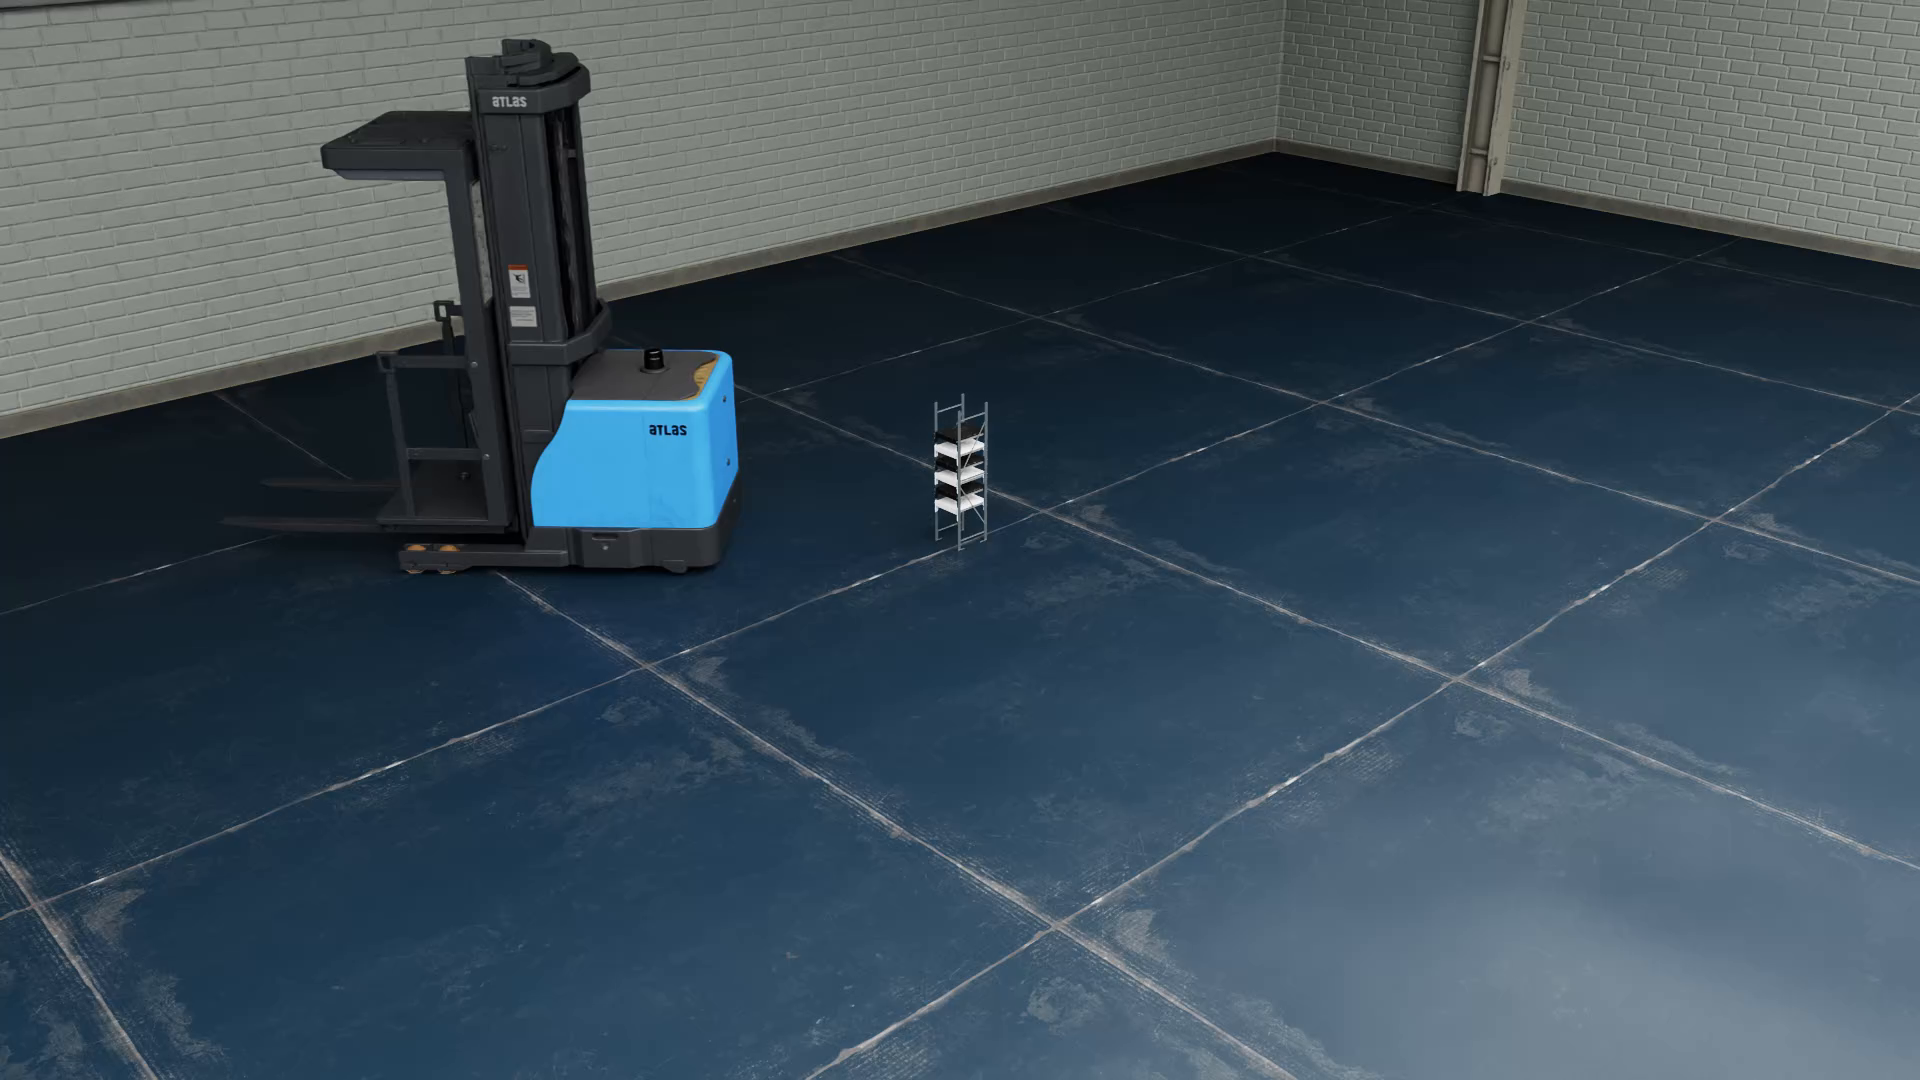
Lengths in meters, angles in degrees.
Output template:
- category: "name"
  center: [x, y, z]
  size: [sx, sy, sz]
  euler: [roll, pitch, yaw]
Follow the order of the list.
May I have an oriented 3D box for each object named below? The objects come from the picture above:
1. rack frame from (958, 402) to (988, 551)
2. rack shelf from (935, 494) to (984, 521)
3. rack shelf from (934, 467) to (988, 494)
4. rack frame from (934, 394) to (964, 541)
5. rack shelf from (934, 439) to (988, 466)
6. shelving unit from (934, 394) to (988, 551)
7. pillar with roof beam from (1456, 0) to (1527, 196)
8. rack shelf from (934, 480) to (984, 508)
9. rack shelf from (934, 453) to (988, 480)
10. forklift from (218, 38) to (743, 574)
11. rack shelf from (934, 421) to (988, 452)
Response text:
- category: "rack frame"
  center: [0.075, -0.376, 9.990]
  size: [0.240, 0.900, 0.006]
  euler: [-21, 32, -38]
- category: "rack shelf"
  center: [0.006, -0.213, 10.146]
  size: [0.258, 0.077, 0.200]
  euler: [-21, 32, -38]
- category: "rack shelf"
  center: [0.006, -0.377, 10.072]
  size: [0.258, 0.077, 0.200]
  euler: [-21, 32, -38]
- category: "rack frame"
  center: [-0.064, -0.438, 10.125]
  size: [0.240, 0.900, 0.006]
  euler: [-21, 32, -38]
- category: "rack shelf"
  center: [0.006, -0.540, 9.997]
  size: [0.258, 0.077, 0.200]
  euler: [-21, 32, -38]
- category: "shelving unit"
  center: [0.006, -0.407, 10.058]
  size: [0.258, 0.900, 0.210]
  euler: [-21, 32, -38]
- category: "pillar with roof beam"
  center: [2.772, -6.852, 14.427]
  size: [9.100, 9.000, 0.400]
  euler: [-21, 32, -38]
- category: "rack shelf"
  center: [0.006, -0.295, 10.109]
  size: [0.258, 0.077, 0.200]
  euler: [-21, 32, -38]
- category: "rack shelf"
  center: [0.006, -0.459, 10.034]
  size: [0.258, 0.077, 0.200]
  euler: [-21, 32, -38]
- category: "forklift"
  center: [-2.914, -1.349, 9.676]
  size: [3.031, 2.935, 1.130]
  euler: [1, 25, 2]
- category: "rack shelf"
  center: [0.006, -0.622, 9.960]
  size: [0.258, 0.077, 0.200]
  euler: [-21, 32, -38]
